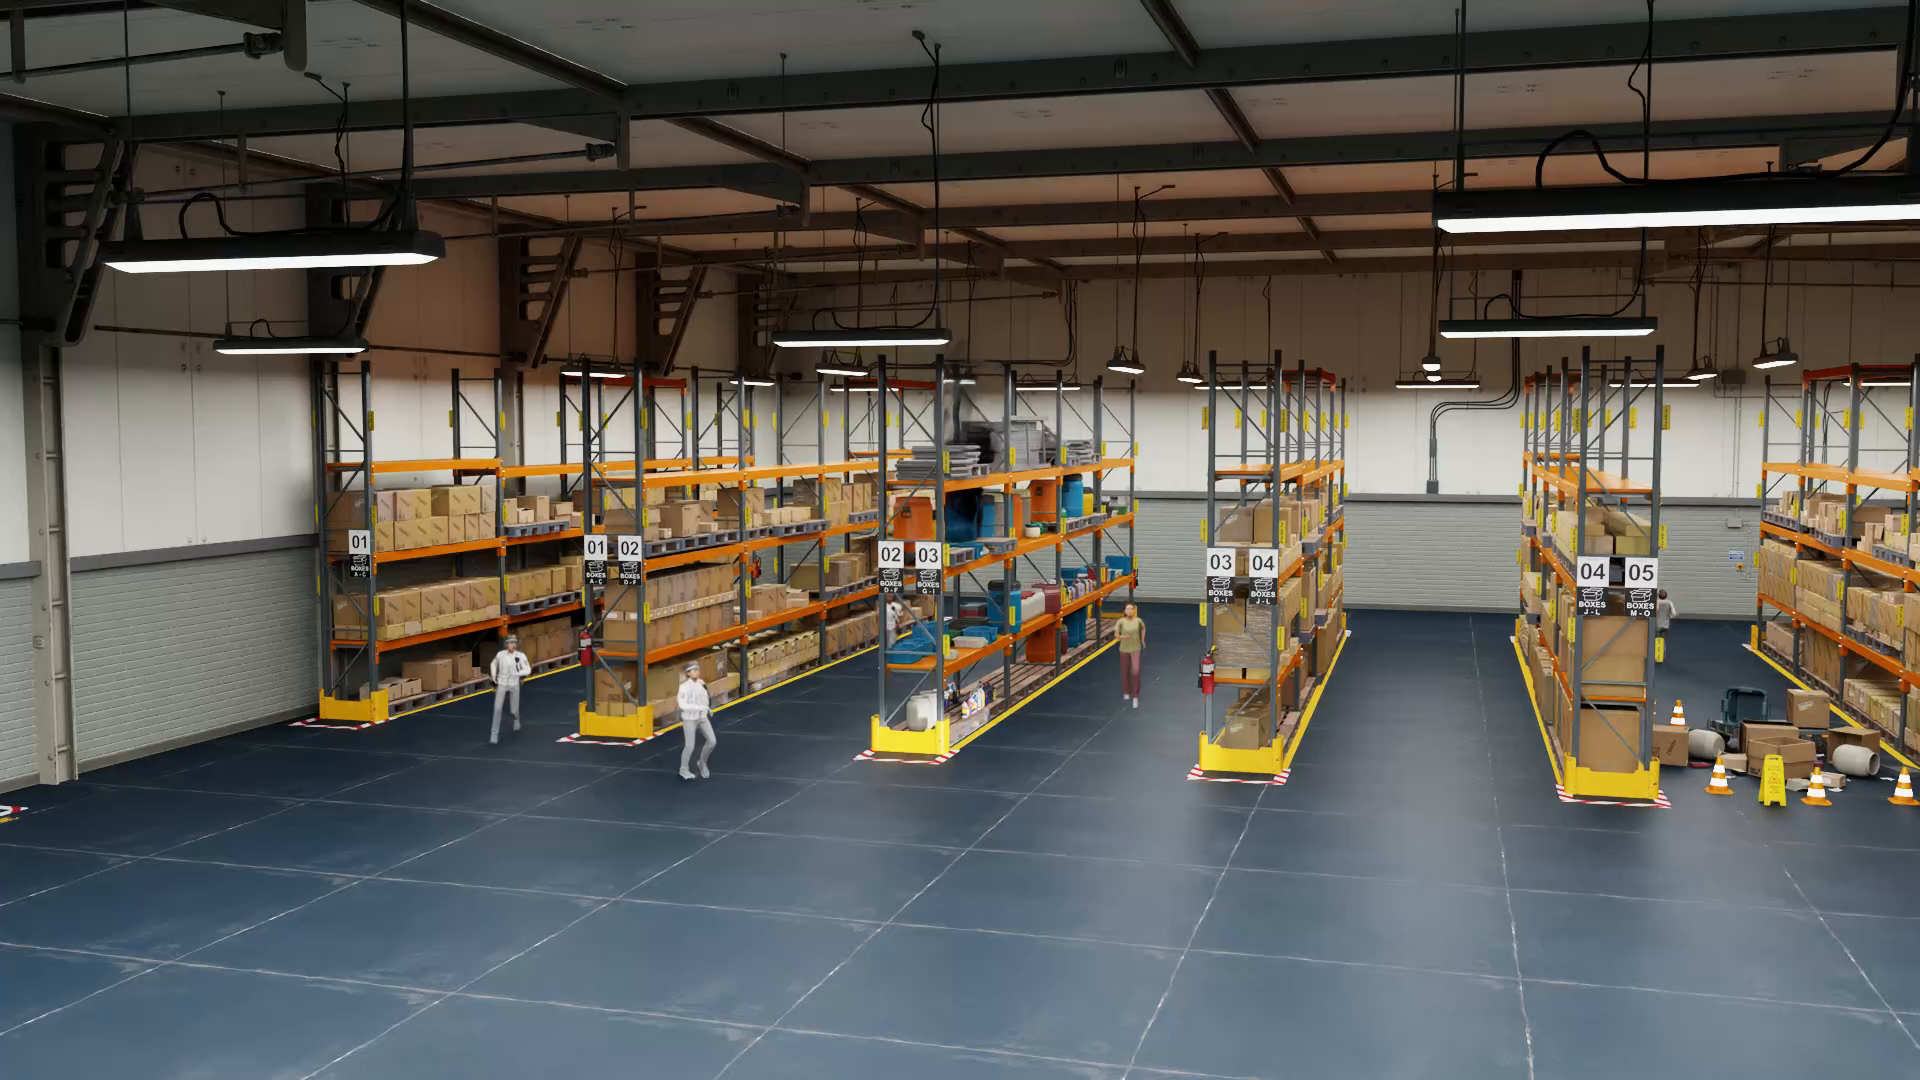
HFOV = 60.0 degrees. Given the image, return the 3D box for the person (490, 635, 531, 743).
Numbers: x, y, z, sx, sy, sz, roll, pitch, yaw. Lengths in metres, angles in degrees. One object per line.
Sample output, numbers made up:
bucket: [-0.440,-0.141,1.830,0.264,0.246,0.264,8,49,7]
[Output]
person: [-7.102,2.319,26.268,0.639,1.675,0.841,-1,4,-10]

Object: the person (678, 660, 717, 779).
person: [-3.646,2.507,23.138,0.622,1.686,0.653,-4,6,-44]

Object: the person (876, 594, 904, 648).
person: [-1.414,1.805,33.405,0.582,1.660,0.578,1,4,7]

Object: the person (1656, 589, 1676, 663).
person: [14.496,1.782,34.359,0.541,1.560,0.549,0,4,1]

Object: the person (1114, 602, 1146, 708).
person: [2.838,1.908,27.749,0.543,1.749,0.686,0,4,2]
